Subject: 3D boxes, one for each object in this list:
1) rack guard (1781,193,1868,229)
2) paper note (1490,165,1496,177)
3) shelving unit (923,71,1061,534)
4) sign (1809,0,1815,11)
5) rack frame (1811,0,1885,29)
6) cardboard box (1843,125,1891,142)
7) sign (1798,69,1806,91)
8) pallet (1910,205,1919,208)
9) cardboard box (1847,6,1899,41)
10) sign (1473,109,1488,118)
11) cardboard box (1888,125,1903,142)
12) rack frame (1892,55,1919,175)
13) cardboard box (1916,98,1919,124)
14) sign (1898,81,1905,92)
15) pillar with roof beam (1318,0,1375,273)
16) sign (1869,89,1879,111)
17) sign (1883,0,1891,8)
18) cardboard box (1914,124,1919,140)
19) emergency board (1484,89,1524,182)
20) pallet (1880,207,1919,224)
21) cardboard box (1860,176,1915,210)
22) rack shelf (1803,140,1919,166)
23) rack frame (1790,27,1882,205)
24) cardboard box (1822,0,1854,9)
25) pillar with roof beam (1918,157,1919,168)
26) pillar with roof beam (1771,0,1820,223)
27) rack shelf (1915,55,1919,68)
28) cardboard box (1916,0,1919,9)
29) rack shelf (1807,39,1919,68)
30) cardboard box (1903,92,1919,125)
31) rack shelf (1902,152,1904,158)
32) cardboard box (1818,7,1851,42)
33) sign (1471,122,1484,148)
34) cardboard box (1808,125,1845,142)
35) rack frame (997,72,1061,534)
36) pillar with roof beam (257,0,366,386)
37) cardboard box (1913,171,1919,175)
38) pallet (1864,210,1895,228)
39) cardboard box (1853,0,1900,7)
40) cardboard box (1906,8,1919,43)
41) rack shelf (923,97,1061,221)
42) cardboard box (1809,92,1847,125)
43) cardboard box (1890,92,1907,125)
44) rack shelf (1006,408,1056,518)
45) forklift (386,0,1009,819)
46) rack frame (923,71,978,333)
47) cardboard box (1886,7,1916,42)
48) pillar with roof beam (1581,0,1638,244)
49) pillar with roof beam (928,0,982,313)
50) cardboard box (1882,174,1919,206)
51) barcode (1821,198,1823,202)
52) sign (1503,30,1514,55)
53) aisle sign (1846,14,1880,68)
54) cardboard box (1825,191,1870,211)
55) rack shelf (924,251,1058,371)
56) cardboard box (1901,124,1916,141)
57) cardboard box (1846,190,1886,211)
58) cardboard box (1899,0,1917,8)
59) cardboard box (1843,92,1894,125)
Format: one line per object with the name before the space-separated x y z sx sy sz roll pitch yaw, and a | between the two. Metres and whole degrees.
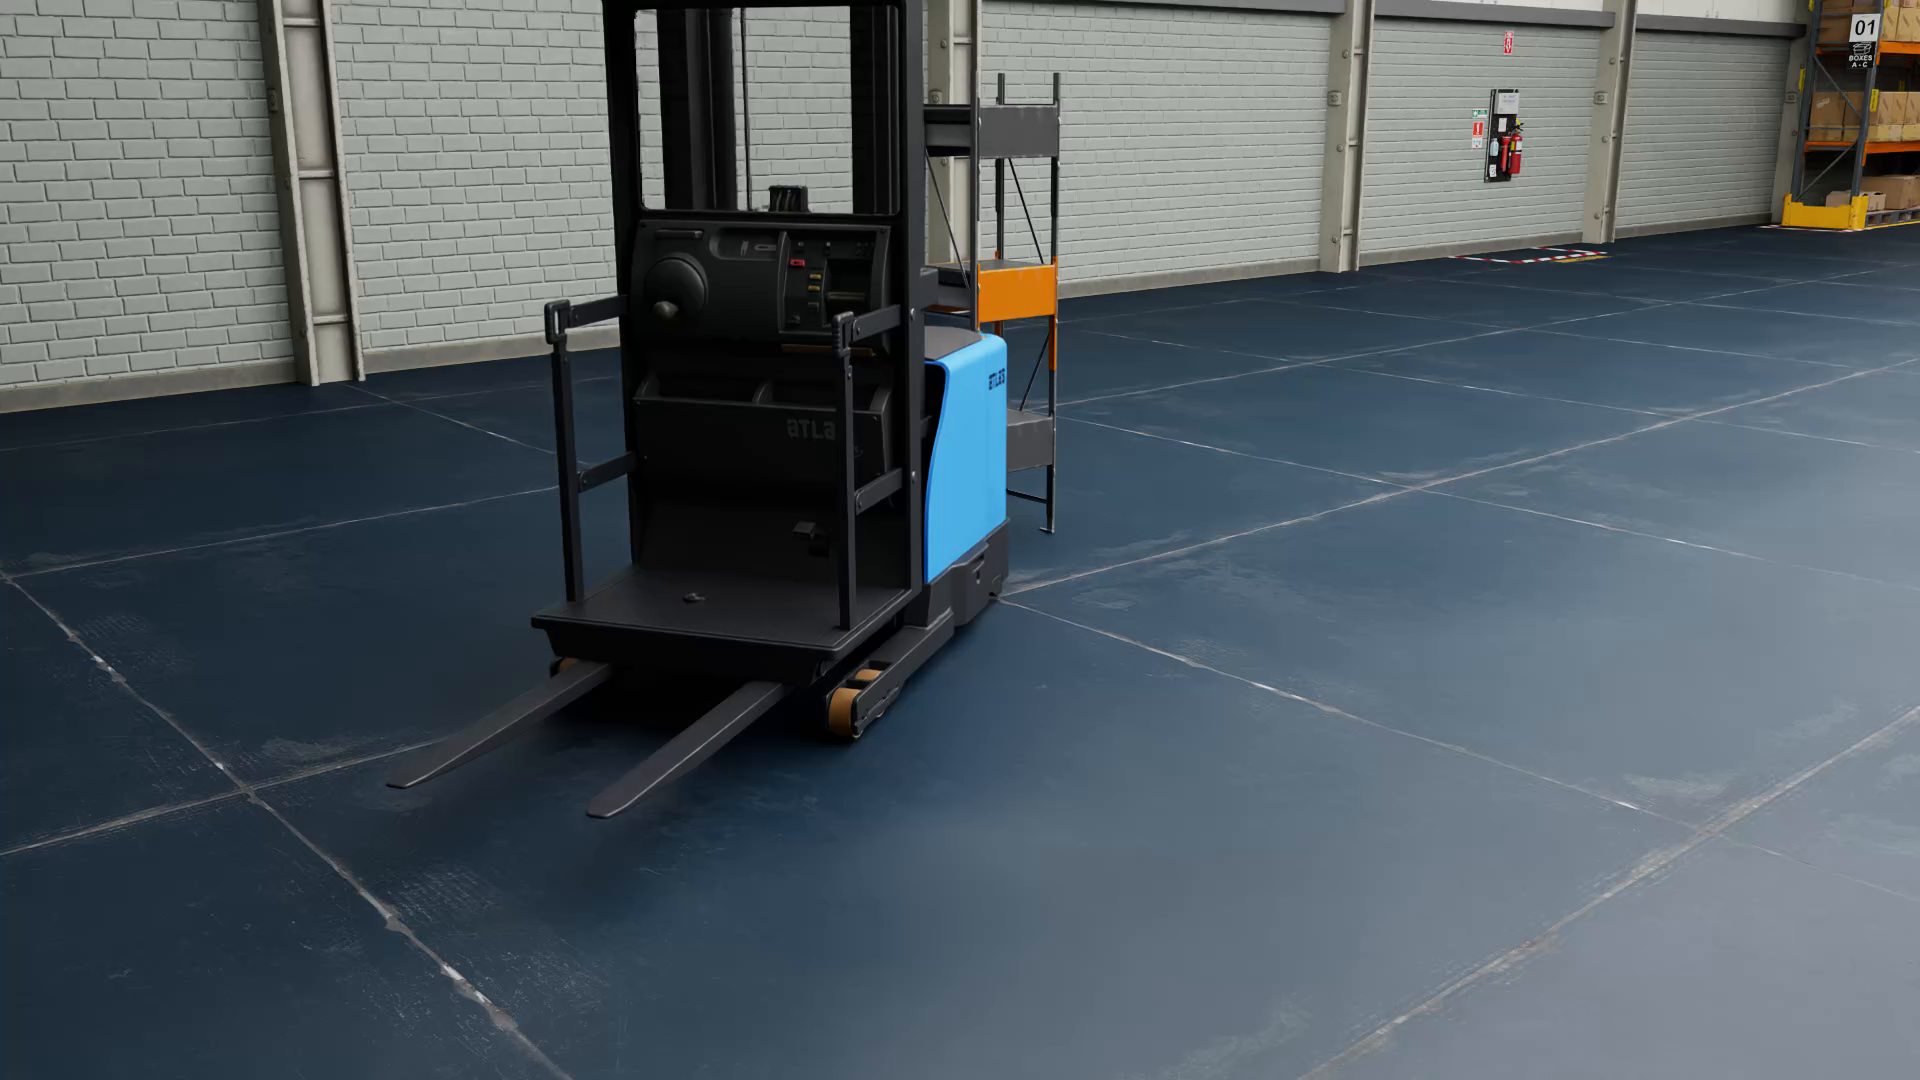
rack guard | 13.628 -5.193 26.224 0.348 0.500 1.175 -13 19 -39
paper note | 6.937 -4.805 21.634 0.142 0.148 0.016 -13 19 -39
shelving unit | 0.125 -1.042 7.584 0.503 2.100 0.431 -13 19 -39
sign | 13.222 -8.376 25.769 0.005 0.325 0.100 -13 19 -39
rack frame | 13.571 -9.286 25.079 0.127 3.000 1.000 -13 19 -39
cardboard box | 14.147 -6.346 25.948 0.500 0.250 0.500 -13 20 -41
sign | 13.222 -7.212 26.080 0.005 0.325 0.100 -13 19 -39
pallet | 16.105 -5.598 28.298 1.213 0.211 1.003 -13 19 -39
cardboard box | 13.987 -7.903 25.480 0.500 0.500 0.500 -12 19 -38
sign | 6.640 -5.446 21.230 0.331 0.109 0.001 -13 19 -39
cardboard box | 14.530 -6.437 26.287 0.500 0.250 0.500 -13 20 -41
rack frame | 16.588 -7.066 28.390 0.127 3.000 1.000 -13 19 -39
cardboard box | 15.283 -6.968 26.822 0.500 0.500 0.500 -12 19 -38
sign | 16.221 -7.733 28.642 0.005 0.325 0.100 -13 19 -39
pillar with roof beam | 7.305 -6.703 15.405 0.400 9.000 9.100 -13 19 -39
sign | 13.927 -6.701 25.346 0.005 0.325 0.100 -13 19 -39
sign | 13.927 -8.154 24.958 0.005 0.325 0.100 -13 19 -39
cardboard box | 15.301 -6.607 26.925 0.500 0.250 0.500 -12 19 -39
emergency board | 7.116 -5.247 21.583 0.643 1.169 0.194 -13 19 -39
pallet | 15.184 -5.390 27.520 1.213 0.211 1.003 -13 19 -39
cardboard box | 15.168 -5.704 27.282 0.500 0.500 0.700 -14 21 -43
rack shelf | 15.080 -6.379 27.214 4.000 0.370 1.077 -13 19 -39
rack frame | 13.571 -6.388 25.853 0.127 3.000 1.000 -13 19 -39
cardboard box | 13.724 -8.502 25.785 0.500 0.500 0.500 -12 19 -37
pillar with roof beam | 20.883 -9.752 26.821 0.400 9.000 9.100 -13 19 -39
pillar with roof beam | 16.357 -8.735 23.015 0.400 9.000 9.100 -13 19 -39
rack shelf | 18.097 -8.506 29.364 4.000 0.370 1.077 -13 19 -39
cardboard box | 14.812 -8.560 26.003 0.500 0.500 0.500 -12 19 -38
rack shelf | 15.080 -7.829 26.827 4.000 0.370 1.077 -13 19 -39
cardboard box | 14.902 -6.878 26.486 0.500 0.500 0.500 -13 20 -41
rack shelf | 18.097 -7.057 29.751 4.000 0.370 1.077 -13 19 -39
cardboard box | 13.719 -8.015 25.899 0.500 0.500 0.500 -11 18 -35
sign | 6.631 -5.191 21.302 0.234 0.329 0.001 -13 19 -39
cardboard box | 13.796 -6.442 26.307 0.500 0.250 0.500 -12 19 -39
rack frame | 0.309 -1.084 7.739 0.015 2.100 0.400 -13 19 -39
pillar with roof beam | -1.748 -4.670 7.795 0.400 9.000 9.100 -13 19 -39
cardboard box | 17.133 -6.198 29.134 0.500 0.500 0.700 -12 19 -38
pallet | 14.264 -5.184 26.750 1.213 0.211 1.003 -13 19 -39
cardboard box | 14.021 -8.396 25.389 0.500 0.500 0.500 14 21 43
cardboard box | 14.805 -8.076 26.127 0.500 0.500 0.500 -12 19 -37
rack shelf | 0.125 -1.706 7.407 0.480 0.518 0.431 -13 19 -39
cardboard box | 13.787 -6.809 26.227 0.500 0.500 0.500 -13 20 -40
cardboard box | 14.508 -6.792 26.163 0.500 0.500 0.500 -13 19 -39
rack shelf | 0.125 -0.353 7.768 0.480 0.518 0.431 -13 19 -39
forklift | -0.743 -0.892 5.408 1.130 2.935 3.031 5 16 18
rack frame | -0.059 -1.001 7.429 0.015 2.100 0.400 -13 19 -39
cardboard box | 14.416 -7.987 25.795 0.500 0.500 0.500 -11 19 -36
pillar with roof beam | 11.831 -7.719 19.210 0.400 9.000 9.100 -13 19 -39
pillar with roof beam | 2.778 -5.686 11.600 0.400 9.000 9.100 -13 19 -39
cardboard box | 15.832 -5.887 27.968 0.500 0.500 0.500 14 21 43
barcode | 13.903 -5.487 26.818 0.075 0.075 0.001 -13 19 -39
sign | 7.044 -6.385 21.351 0.199 0.298 0.001 -13 19 -39
aisle sign | 13.714 -7.573 25.253 0.004 0.787 0.394 -13 19 -39
cardboard box | 14.152 -5.401 26.516 0.500 0.311 0.500 13 20 41
rack shelf | 0.125 -1.029 7.588 0.480 0.518 0.431 -13 19 -39
cardboard box | 14.918 -6.522 26.606 0.500 0.250 0.500 -13 20 -40
cardboard box | 14.582 -5.498 26.878 0.500 0.311 0.500 -11 18 -35
cardboard box | 14.432 -8.471 25.670 0.500 0.500 0.500 -13 20 -40
cardboard box | 14.128 -6.710 25.857 0.500 0.500 0.500 -13 19 -39
